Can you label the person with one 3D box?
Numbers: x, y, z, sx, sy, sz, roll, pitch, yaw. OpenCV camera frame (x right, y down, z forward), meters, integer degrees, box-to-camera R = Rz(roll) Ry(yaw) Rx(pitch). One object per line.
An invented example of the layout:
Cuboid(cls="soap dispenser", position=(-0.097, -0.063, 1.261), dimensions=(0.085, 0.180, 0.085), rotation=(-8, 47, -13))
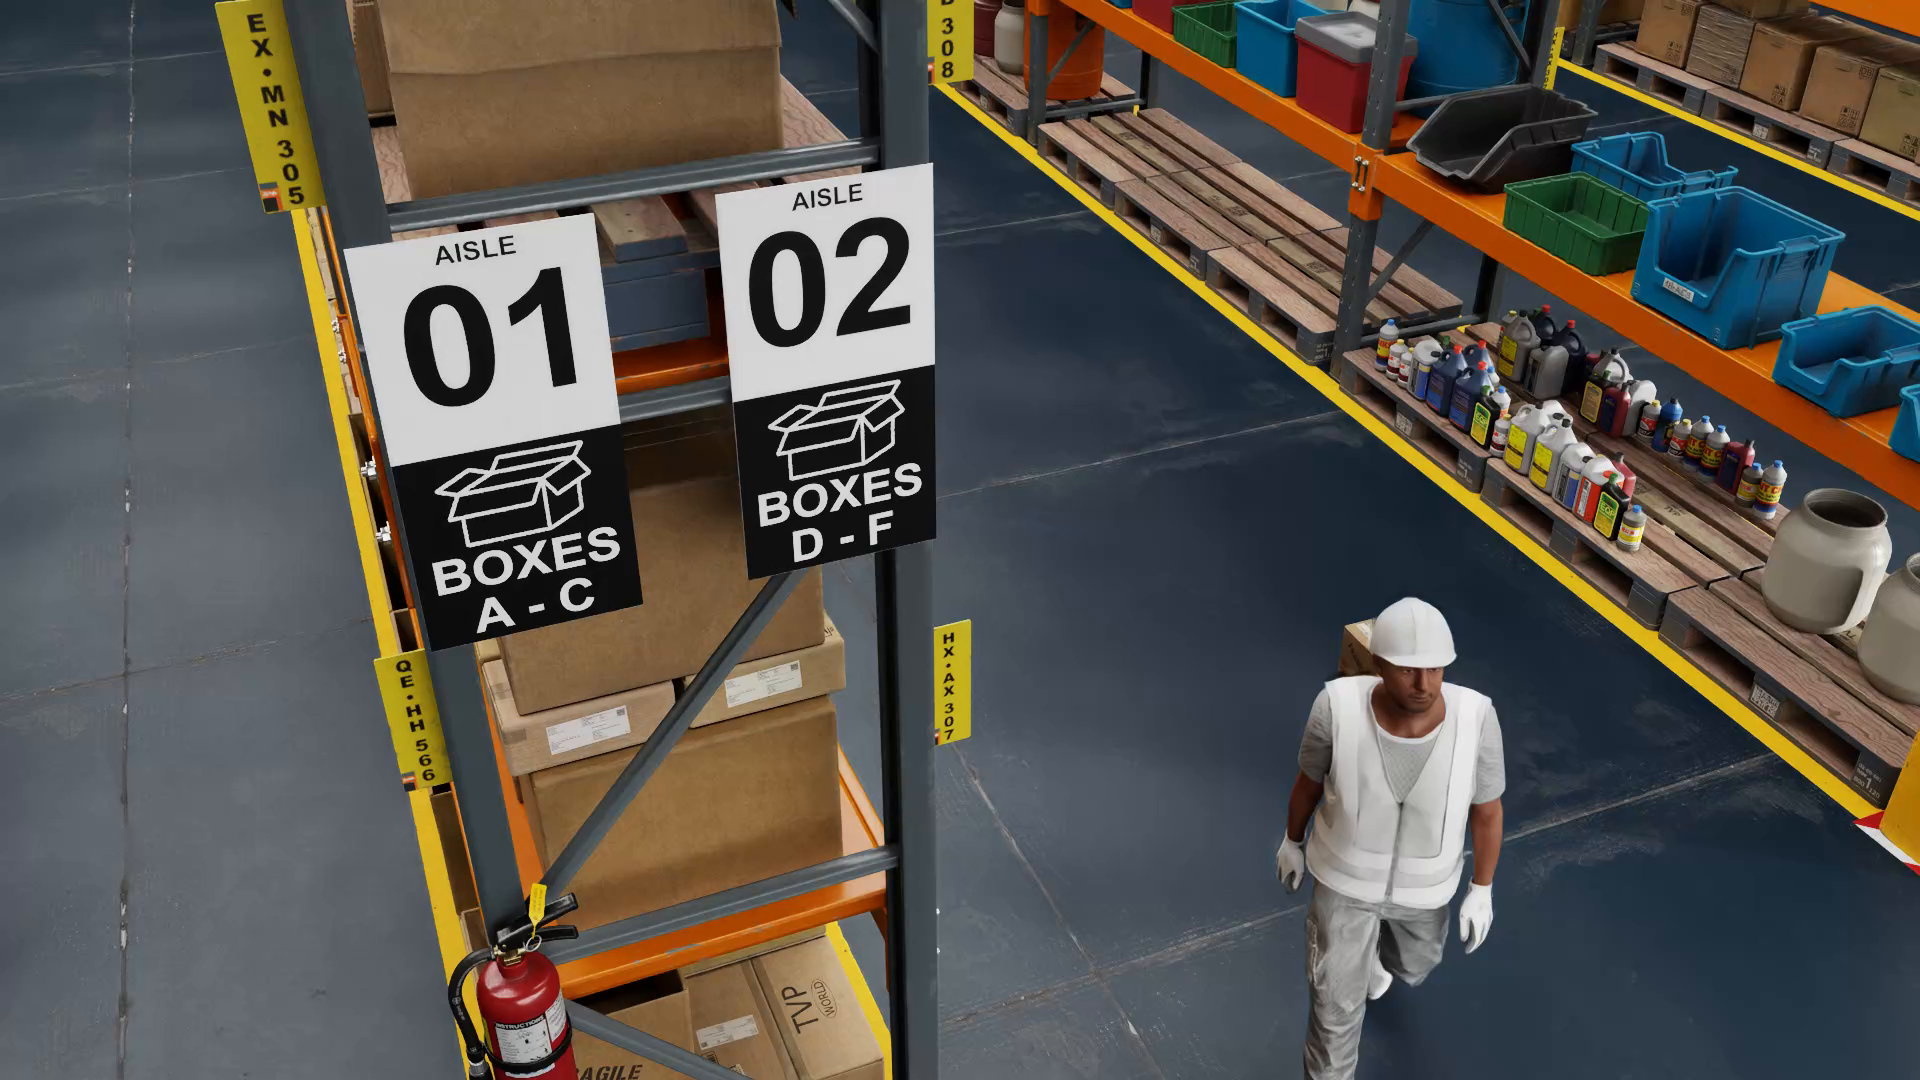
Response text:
Cuboid(cls="person", position=(1.209, 0.917, 4.721), dimensions=(0.587, 1.745, 0.976), rotation=(4, 33, 6))
